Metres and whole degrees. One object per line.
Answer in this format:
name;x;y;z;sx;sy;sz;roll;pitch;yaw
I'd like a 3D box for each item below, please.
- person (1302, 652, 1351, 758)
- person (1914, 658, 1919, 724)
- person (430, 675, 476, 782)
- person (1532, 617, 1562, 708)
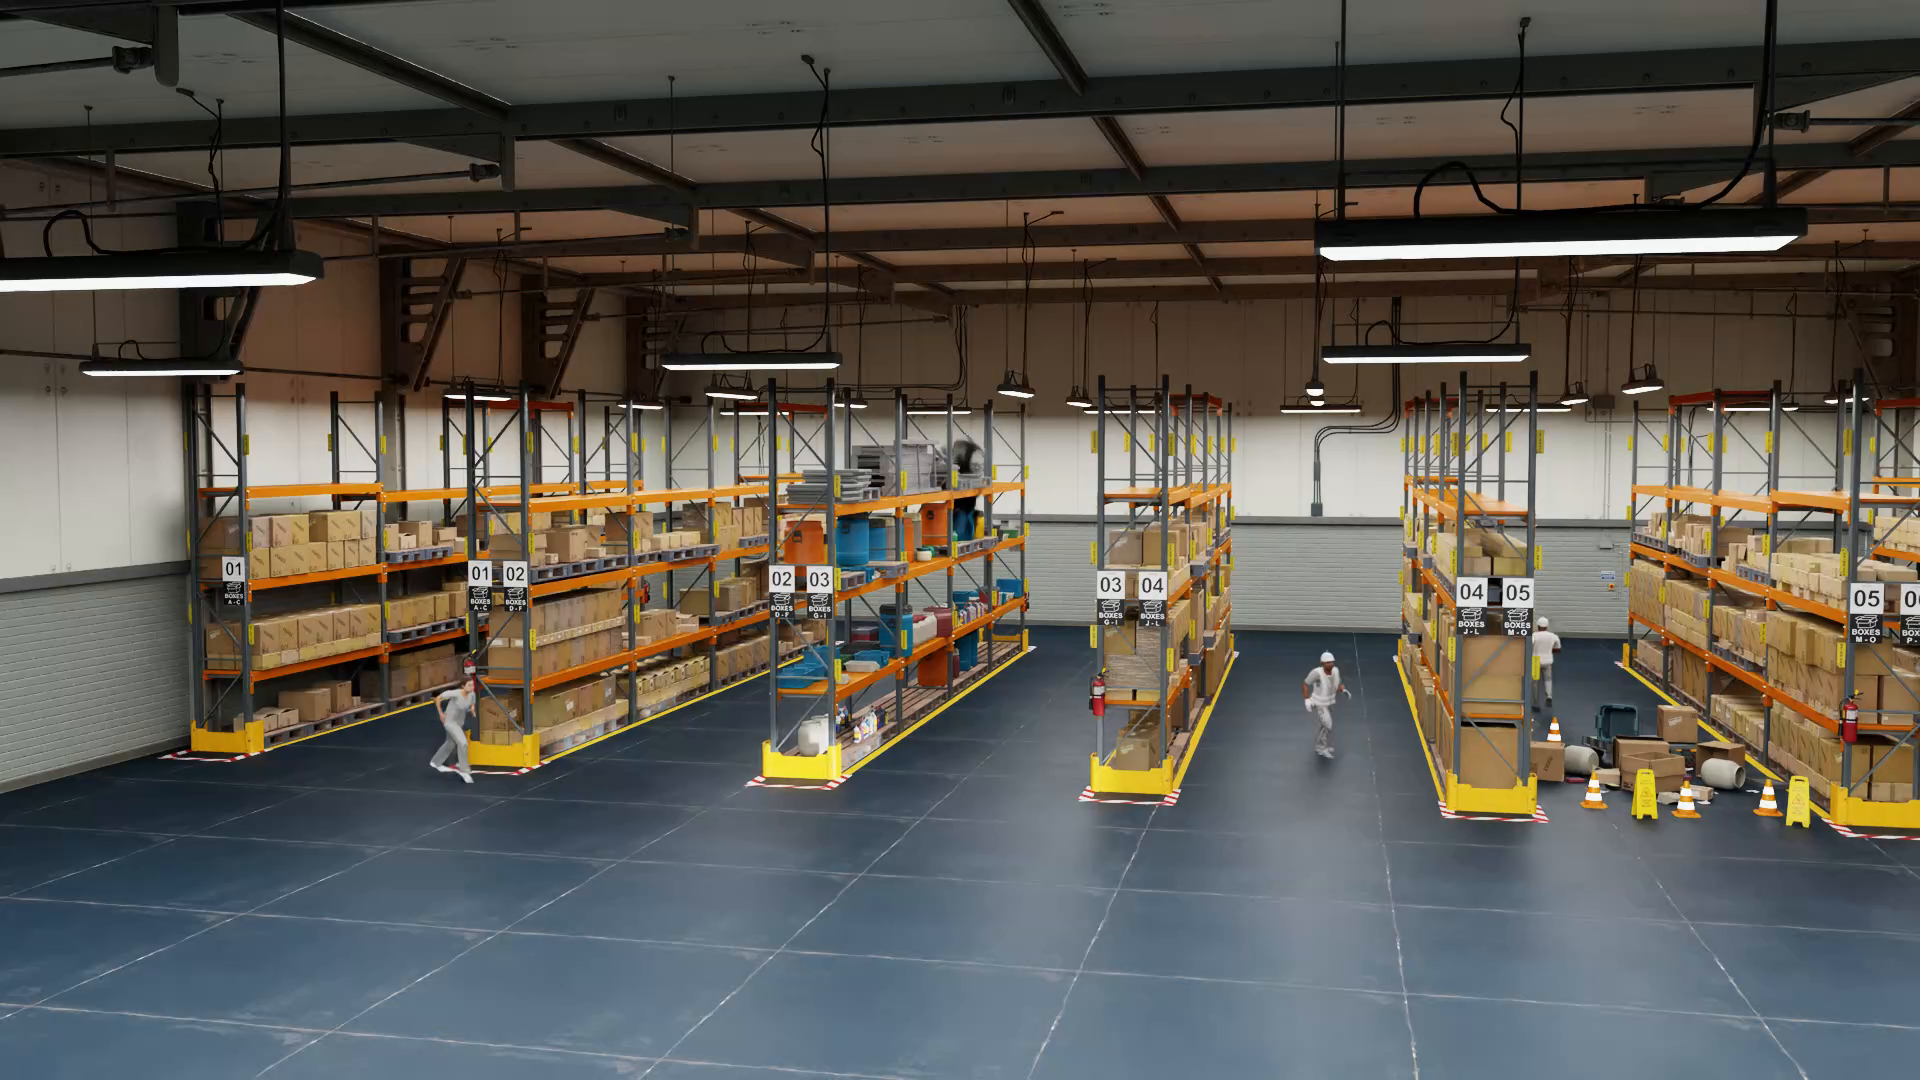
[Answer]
person;5.888;2.647;26.700;0.697;1.735;0.811;-2;4;-36
person;16.357;2.518;28.028;0.657;1.750;0.905;0;3;4
person;-7.618;2.812;24.874;0.949;1.626;0.610;2;4;34
person;10.981;2.327;31.369;0.698;1.747;0.931;1;3;10
